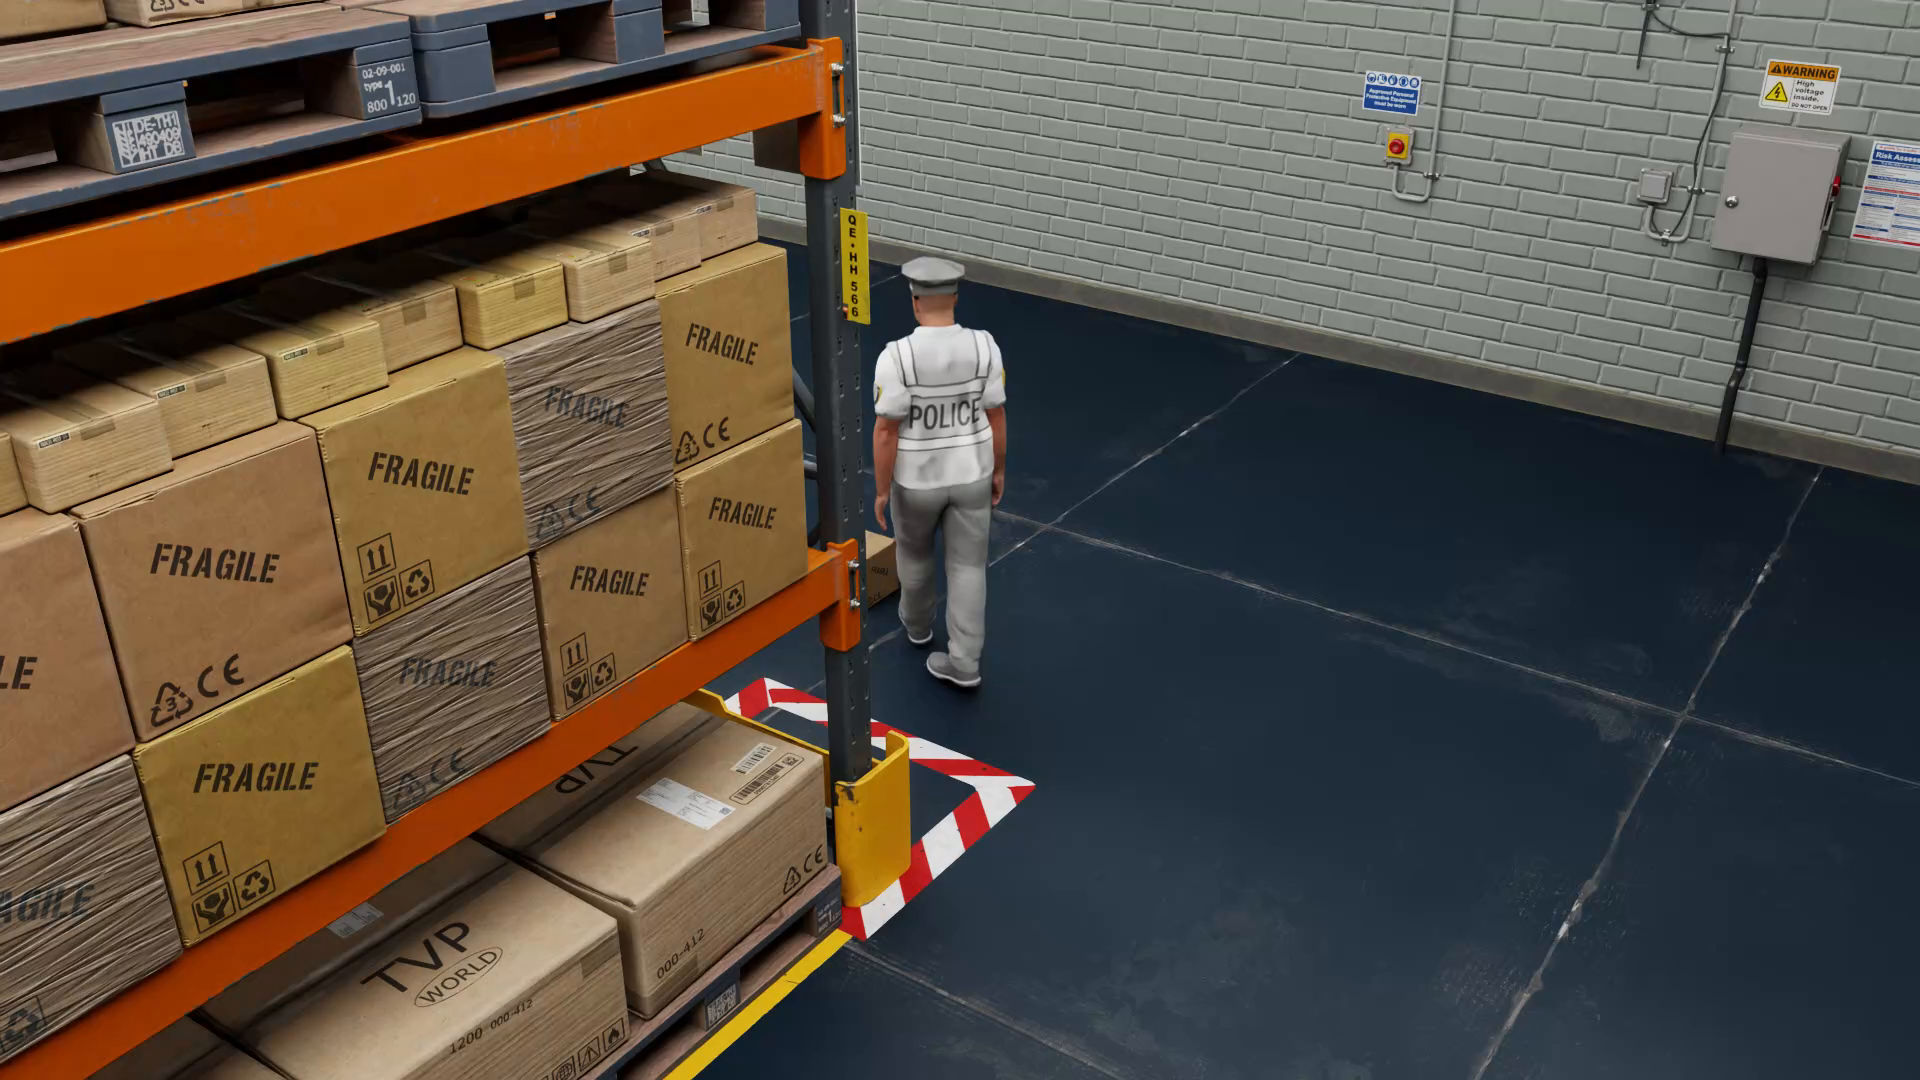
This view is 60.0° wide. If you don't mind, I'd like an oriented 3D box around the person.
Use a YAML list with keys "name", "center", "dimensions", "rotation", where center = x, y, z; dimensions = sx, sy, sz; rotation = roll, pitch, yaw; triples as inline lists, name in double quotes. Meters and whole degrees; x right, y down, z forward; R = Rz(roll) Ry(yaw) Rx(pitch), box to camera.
- name: "person"
  center: [-0.104, -0.294, 6.695]
  dimensions: [0.550, 1.734, 0.767]
  rotation: [-6, 27, -11]
